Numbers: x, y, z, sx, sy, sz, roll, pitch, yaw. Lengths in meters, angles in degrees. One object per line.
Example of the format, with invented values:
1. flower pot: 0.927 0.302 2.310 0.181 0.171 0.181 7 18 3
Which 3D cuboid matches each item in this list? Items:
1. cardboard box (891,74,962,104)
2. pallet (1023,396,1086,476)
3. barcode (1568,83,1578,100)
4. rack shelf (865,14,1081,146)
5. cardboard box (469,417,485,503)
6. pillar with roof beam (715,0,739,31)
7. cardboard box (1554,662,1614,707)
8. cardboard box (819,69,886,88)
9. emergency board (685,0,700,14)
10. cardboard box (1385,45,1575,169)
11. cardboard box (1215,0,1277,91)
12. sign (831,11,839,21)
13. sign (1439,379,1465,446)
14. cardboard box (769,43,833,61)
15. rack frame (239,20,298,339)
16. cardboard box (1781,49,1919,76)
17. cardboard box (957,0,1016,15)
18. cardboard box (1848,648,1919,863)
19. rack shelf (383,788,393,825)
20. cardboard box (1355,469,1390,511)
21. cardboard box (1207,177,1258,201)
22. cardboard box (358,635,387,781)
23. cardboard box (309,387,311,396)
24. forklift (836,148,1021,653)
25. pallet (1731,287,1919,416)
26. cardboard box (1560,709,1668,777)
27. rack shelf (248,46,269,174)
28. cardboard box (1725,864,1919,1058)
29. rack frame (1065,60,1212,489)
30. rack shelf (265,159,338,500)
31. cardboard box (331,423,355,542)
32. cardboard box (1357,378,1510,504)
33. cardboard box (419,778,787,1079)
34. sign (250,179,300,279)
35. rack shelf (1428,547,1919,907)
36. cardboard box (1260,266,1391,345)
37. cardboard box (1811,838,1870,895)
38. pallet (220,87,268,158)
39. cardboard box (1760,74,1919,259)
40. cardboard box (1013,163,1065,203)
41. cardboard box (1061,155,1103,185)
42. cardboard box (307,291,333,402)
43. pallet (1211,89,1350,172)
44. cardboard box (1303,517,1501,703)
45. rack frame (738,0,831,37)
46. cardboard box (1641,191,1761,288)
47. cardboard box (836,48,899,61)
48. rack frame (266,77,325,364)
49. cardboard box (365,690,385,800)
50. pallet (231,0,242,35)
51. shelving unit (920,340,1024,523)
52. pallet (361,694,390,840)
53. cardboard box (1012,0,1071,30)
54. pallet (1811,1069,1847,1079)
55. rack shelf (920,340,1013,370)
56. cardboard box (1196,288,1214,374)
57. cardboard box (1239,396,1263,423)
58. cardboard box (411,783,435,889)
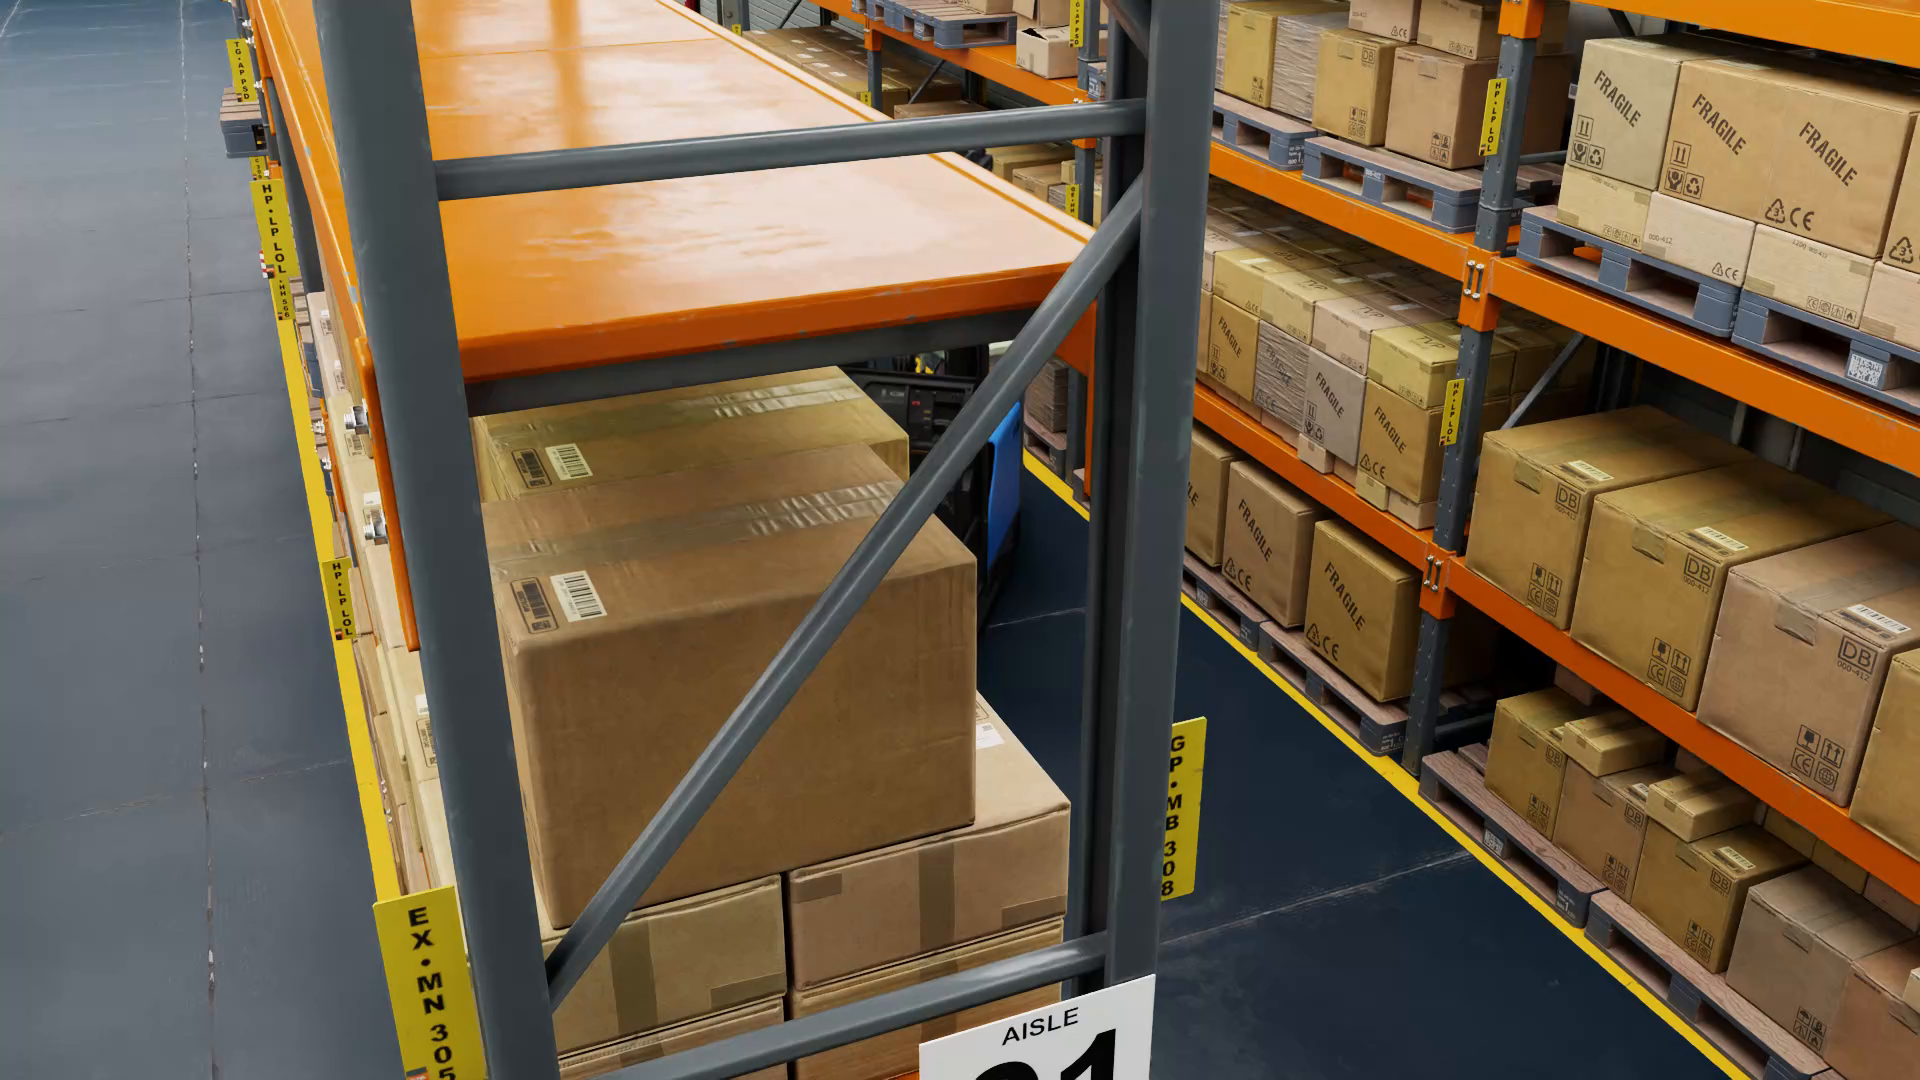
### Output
1. cardboard box: -0.310 -3.946 15.207 0.500 0.500 0.500 -11 28 -22
2. pallet: 0.944 -0.890 12.832 1.003 0.211 1.213 -11 28 -21
3. barcode: 2.924 -2.137 7.923 0.001 0.075 0.075 -8 27 -16
4. rack shelf: 0.465 -3.659 12.727 1.077 0.370 4.000 -11 28 -21
5. cardboard box: -0.804 -0.192 3.551 0.700 0.500 0.500 -11 28 -21
6. pillar with roof beam: -7.125 -9.301 20.044 9.100 9.000 0.400 -11 28 -21
7. cardboard box: 3.140 0.657 8.116 0.380 0.149 0.250 -11 28 -21
8. cardboard box: -0.988 -4.059 15.438 0.500 0.500 0.500 -11 28 -21
9. emergency board: -4.097 -8.349 24.932 0.194 1.169 0.643 -11 28 -21
10. cardboard box: 2.571 -2.177 8.256 0.700 0.500 0.500 -12 29 -23
11. cardboard box: 1.747 -3.027 9.997 0.700 0.500 0.500 -12 29 -23
12. sign: -1.366 -5.807 18.044 0.100 0.325 0.005 -11 28 -21
13. sign: 2.320 -0.600 7.831 0.100 0.325 0.005 -11 28 -21
14. cardboard box: -1.593 -4.680 16.711 0.500 0.500 0.500 -12 28 -22
15. rack frame: -4.875 -2.590 13.135 1.000 3.000 0.127 -11 28 -21
16. cardboard box: 3.506 -1.613 6.441 0.500 0.500 0.500 -12 28 -22
17. cardboard box: 0.306 -4.291 12.609 0.500 0.500 0.500 -12 28 -22
18. cardboard box: 3.877 0.771 5.909 0.980 0.700 0.700 -11 28 -21
19. rack shelf: -0.958 1.771 5.024 1.077 0.370 4.000 -11 28 -21
20. cardboard box: 2.302 -0.294 8.698 0.380 0.149 0.250 -10 28 -20
21. cardboard box: 1.665 -2.213 11.034 0.500 0.250 0.500 -10 28 -19
22. cardboard box: -1.613 0.593 5.364 0.500 0.500 0.500 -11 28 -22
23. cardboard box: -4.339 -0.965 11.823 0.500 0.311 0.500 -10 28 -19
24. forklift: -0.430 -0.675 9.364 1.129 2.867 3.031 6 27 12
25. pallet: 3.600 -0.697 5.941 1.003 0.211 1.213 -11 28 -21
26. cardboard box: 2.980 0.920 7.579 0.380 0.149 0.250 -10 28 -19
27. rack shelf: -4.091 -2.807 10.981 1.077 0.370 4.000 -11 28 -21
28. cardboard box: 3.622 1.666 6.788 0.700 0.500 0.500 -12 28 -22
29. rack frame: 1.249 -1.827 11.574 1.000 3.000 0.127 -11 28 -21
30. rack shelf: -2.525 -1.192 7.674 1.077 0.370 4.000 -11 28 -21
31. cardboard box: -1.587 -0.199 4.991 0.500 0.250 0.500 -11 28 -21
32. cardboard box: 2.402 -0.543 8.468 0.500 0.500 0.500 -11 28 -21
33. cardboard box: -0.611 0.586 2.813 0.500 0.250 0.500 -11 28 -21
34. sign: -2.251 -1.020 5.464 0.100 0.325 0.005 -11 28 -21
35. rack shelf: 3.598 0.918 6.771 1.077 0.370 4.000 -11 28 -21
36. cardboard box: 2.006 -1.296 9.155 0.500 0.250 0.500 -10 28 -20
37. cardboard box: 3.750 1.284 6.831 0.380 0.149 0.250 -10 28 -20
38. pallet: -3.656 -2.496 9.741 1.213 0.211 1.003 -9 28 -18
39. cardboard box: 3.242 -1.323 5.845 0.500 0.500 0.500 -10 28 -20
40. cardboard box: 0.811 -2.479 12.293 0.700 0.500 0.500 -13 29 -25
41. cardboard box: 0.946 -2.623 11.849 0.380 0.149 0.250 -16 30 -29
42. cardboard box: -1.780 -0.626 5.296 0.500 0.250 0.500 -11 28 -21
43. pallet: 1.990 -2.389 9.520 1.003 0.211 1.213 -9 28 -18
44. cardboard box: 2.441 0.325 9.138 0.750 0.750 0.750 -10 28 -20
45. rack frame: -1.884 -5.057 18.189 1.000 3.000 0.127 -11 28 -21
46. cardboard box: 3.029 -1.194 6.437 0.500 0.250 0.500 -11 28 -22
47. cardboard box: -0.913 -4.566 16.476 0.500 0.500 0.500 -10 28 -20
48. rack frame: -1.742 -2.056 5.204 1.000 3.000 0.127 -11 28 -21
49. cardboard box: -2.580 1.012 8.106 0.500 0.500 0.500 -10 28 -20
50. pallet: -5.232 -4.238 13.192 1.003 0.211 1.213 -11 28 -21
51. shelving unit: 0.076 -0.896 11.375 0.431 1.500 0.755 -13 29 -25
52. pallet: -2.577 1.078 8.802 1.003 0.211 1.213 -11 28 -21
53. cardboard box: 0.826 -3.770 11.993 0.797 0.503 0.637 -7 27 -13
54. pallet: 3.996 2.346 6.205 1.003 0.211 1.213 -11 28 -21
55. rack shelf: 0.076 -1.246 11.204 0.431 0.370 0.720 -13 29 -25
56. cardboard box: 1.593 -1.361 10.144 0.500 0.500 0.500 -11 28 -21
57. cardboard box: 1.871 -0.826 9.787 0.380 0.149 0.250 -10 28 -19
58. cardboard box: -0.805 0.609 3.337 0.500 0.250 0.500 -11 28 -21
